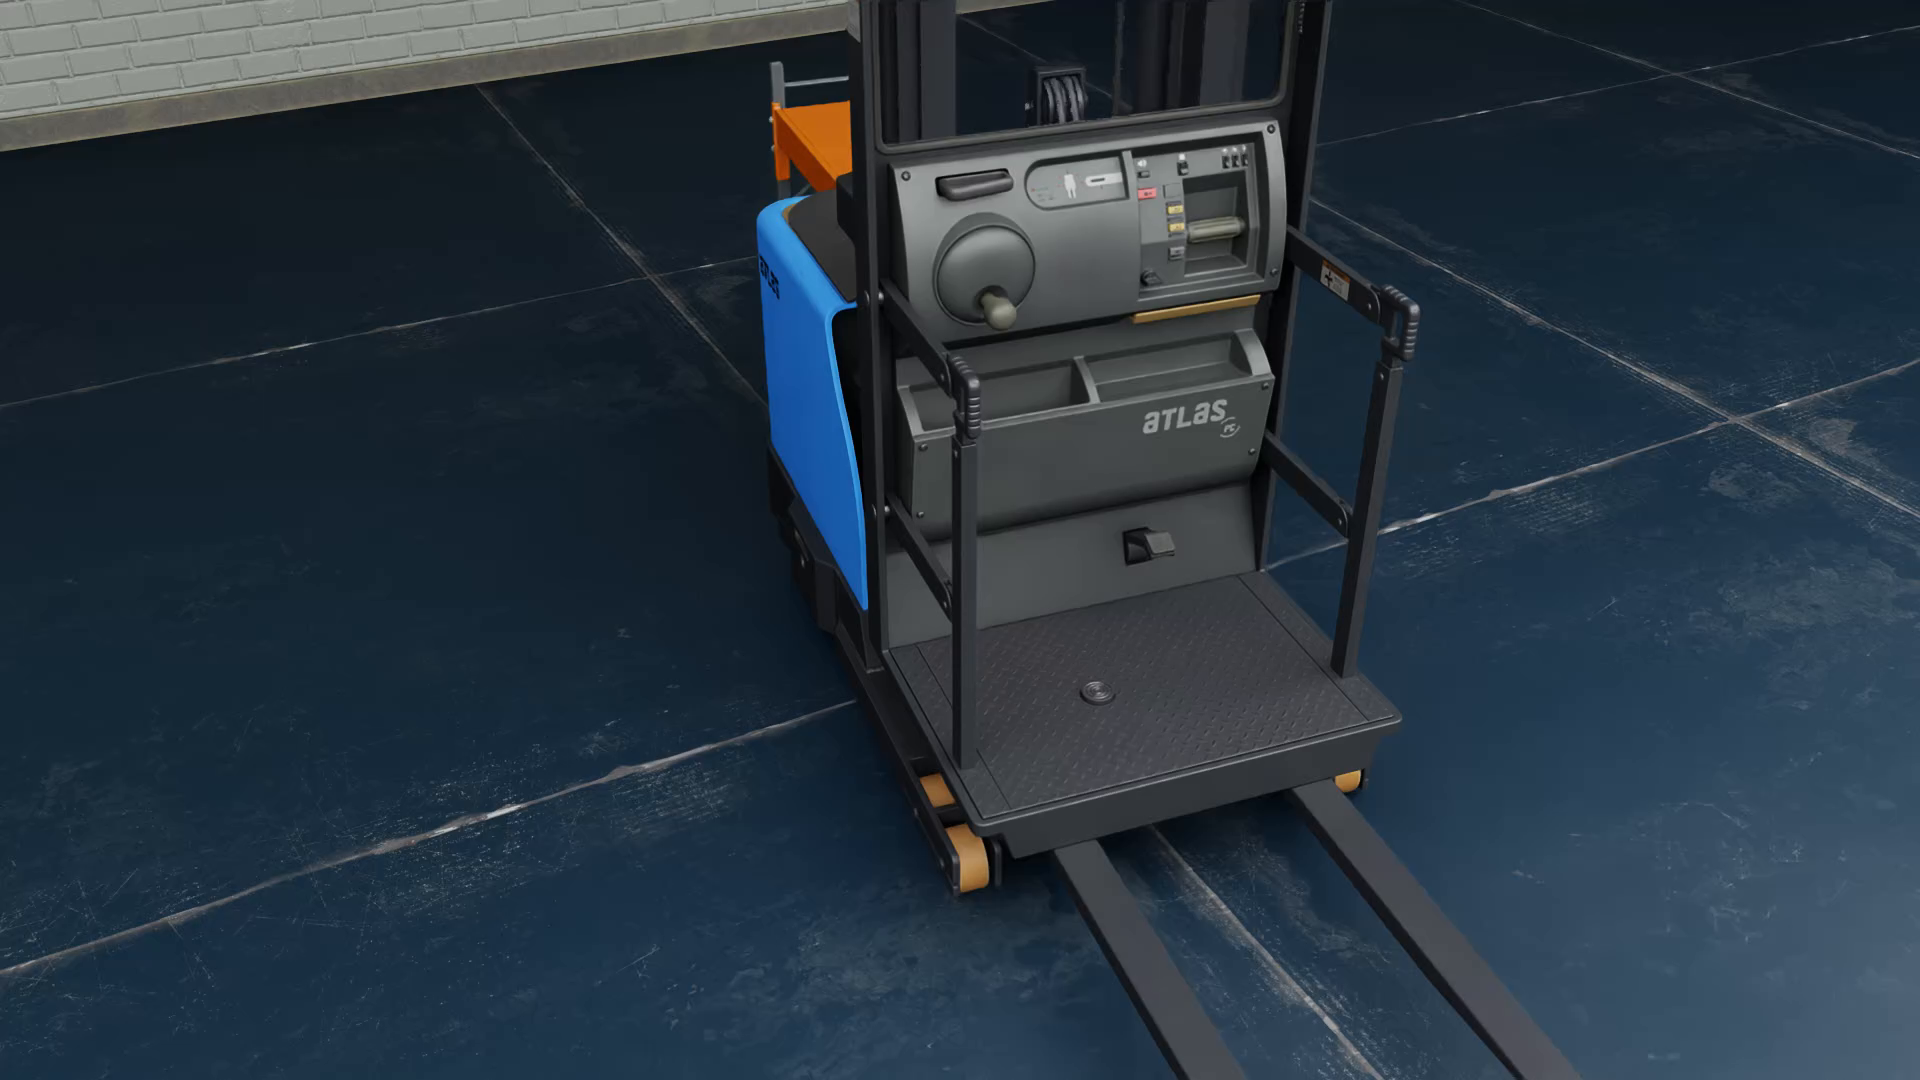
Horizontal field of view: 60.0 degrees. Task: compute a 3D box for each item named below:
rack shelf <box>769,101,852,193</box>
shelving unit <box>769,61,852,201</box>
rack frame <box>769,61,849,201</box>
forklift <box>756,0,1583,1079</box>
[{"bbox_3d":[-0.245,-1.200,5.537,0.538,0.278,1.000,-11,34,-17],"label":"rack shelf"},{"bbox_3d":[-0.245,-0.953,5.695,0.538,1.125,1.048,-11,34,-17],"label":"shelving unit"},{"bbox_3d":[-0.419,-1.211,6.097,0.500,1.125,0.032,-11,34,-17],"label":"rack frame"},{"bbox_3d":[0.381,-0.650,3.548,1.130,2.935,3.031,-11,34,-17],"label":"forklift"}]
